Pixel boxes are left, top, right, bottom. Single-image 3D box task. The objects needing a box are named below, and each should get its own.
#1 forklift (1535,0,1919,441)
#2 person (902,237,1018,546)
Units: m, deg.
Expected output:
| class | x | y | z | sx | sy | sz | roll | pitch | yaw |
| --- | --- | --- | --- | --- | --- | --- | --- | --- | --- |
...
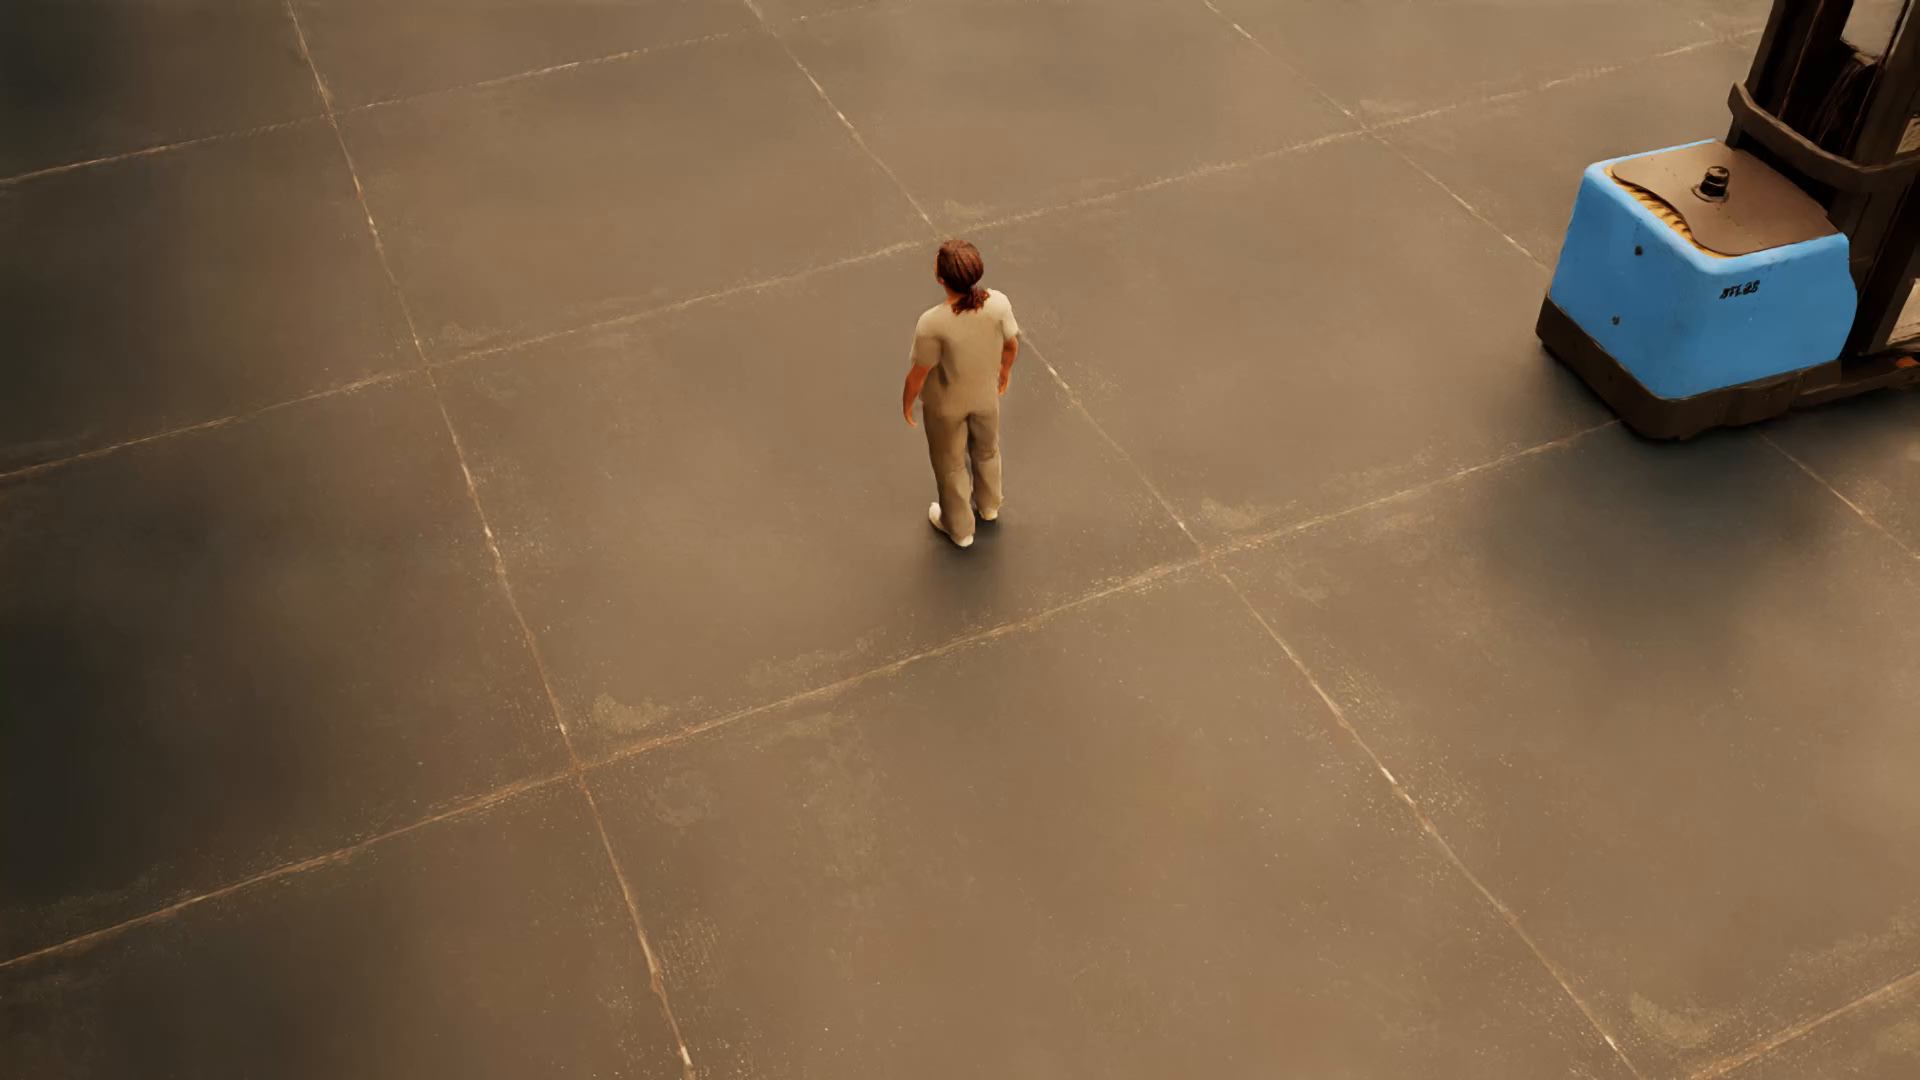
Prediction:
| class | x | y | z | sx | sy | sz | roll | pitch | yaw |
| --- | --- | --- | --- | --- | --- | --- | --- | --- | --- |
| forklift | 4.660 | -2.185 | 8.022 | 3.031 | 2.935 | 1.130 | -14 | 45 | -14 |
| person | -0.022 | -0.668 | 7.314 | 0.550 | 1.663 | 0.532 | -18 | 46 | -18 |
